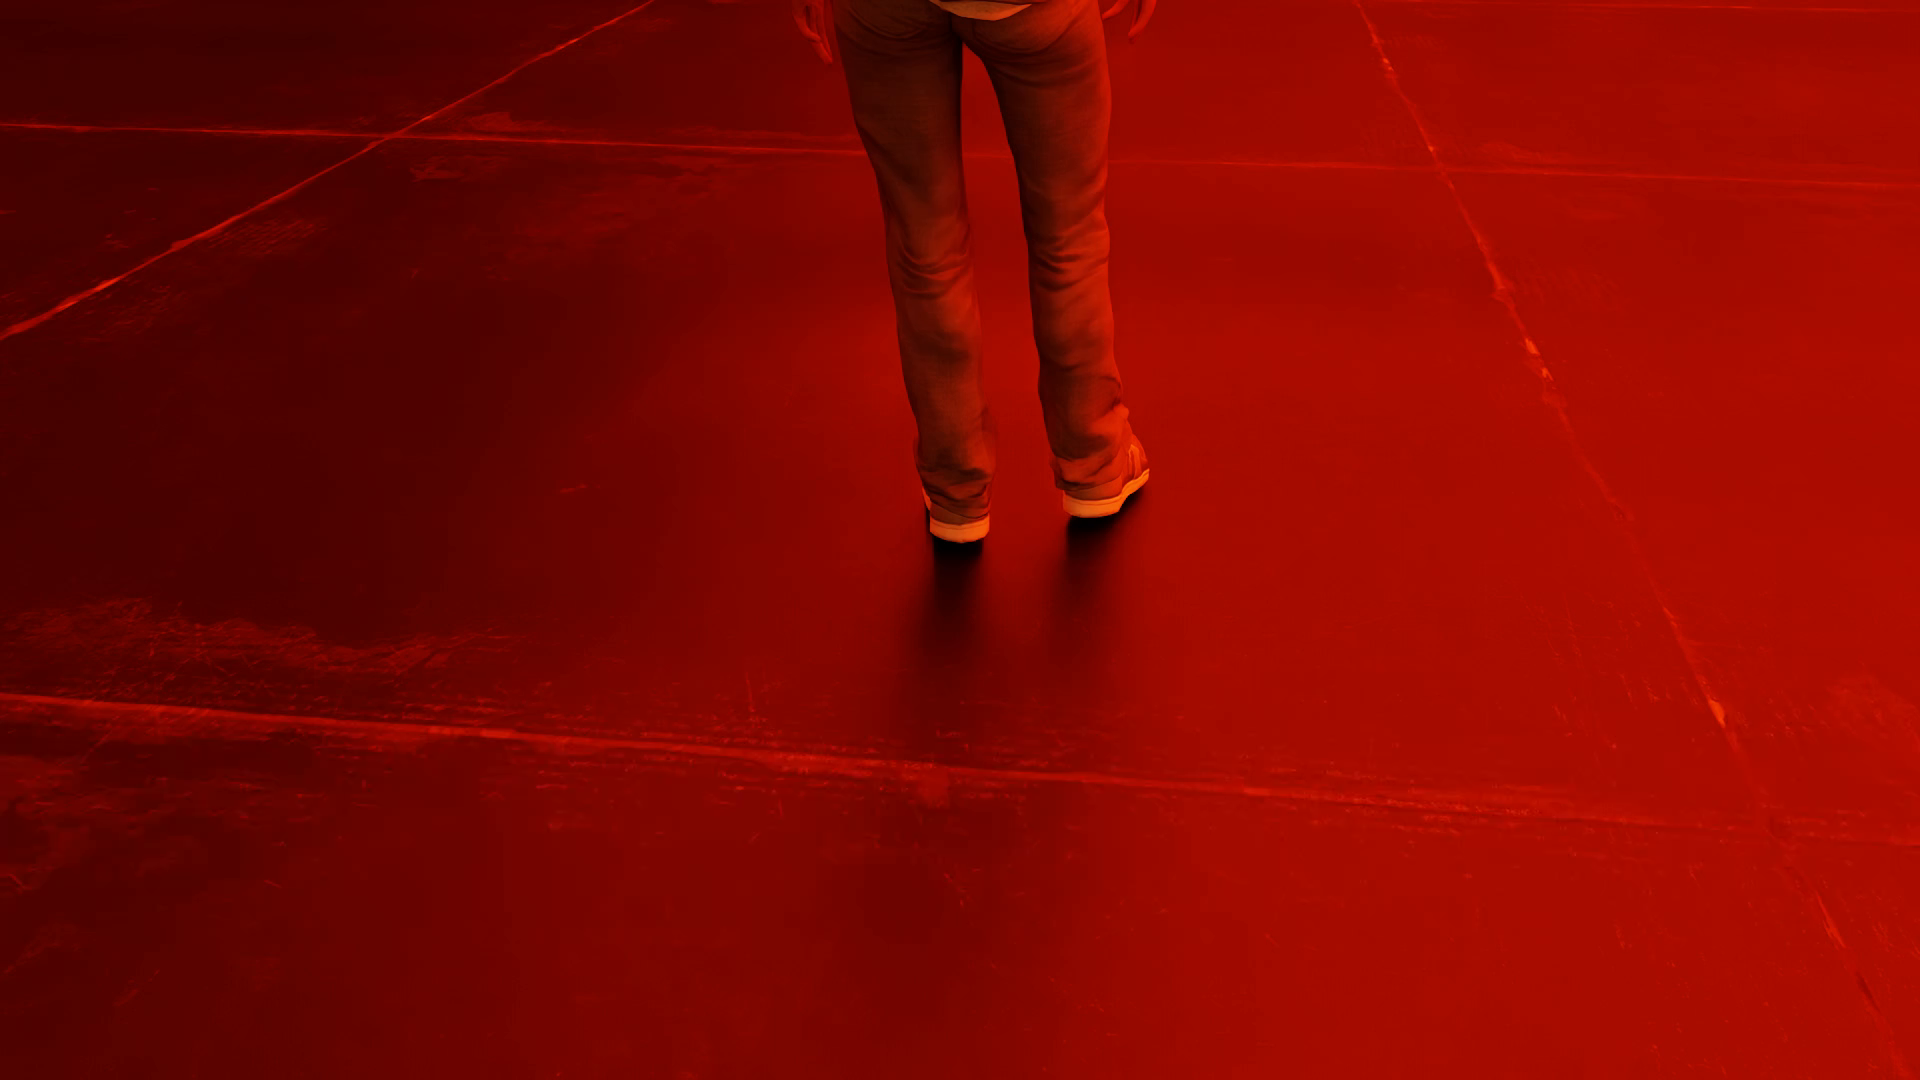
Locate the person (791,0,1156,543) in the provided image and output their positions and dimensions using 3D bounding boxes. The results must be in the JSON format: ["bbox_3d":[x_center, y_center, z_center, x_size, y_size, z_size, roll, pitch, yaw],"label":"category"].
[{"bbox_3d":[0.024,-0.753,2.204,0.520,1.597,0.475,3,27,7],"label":"person"}]
